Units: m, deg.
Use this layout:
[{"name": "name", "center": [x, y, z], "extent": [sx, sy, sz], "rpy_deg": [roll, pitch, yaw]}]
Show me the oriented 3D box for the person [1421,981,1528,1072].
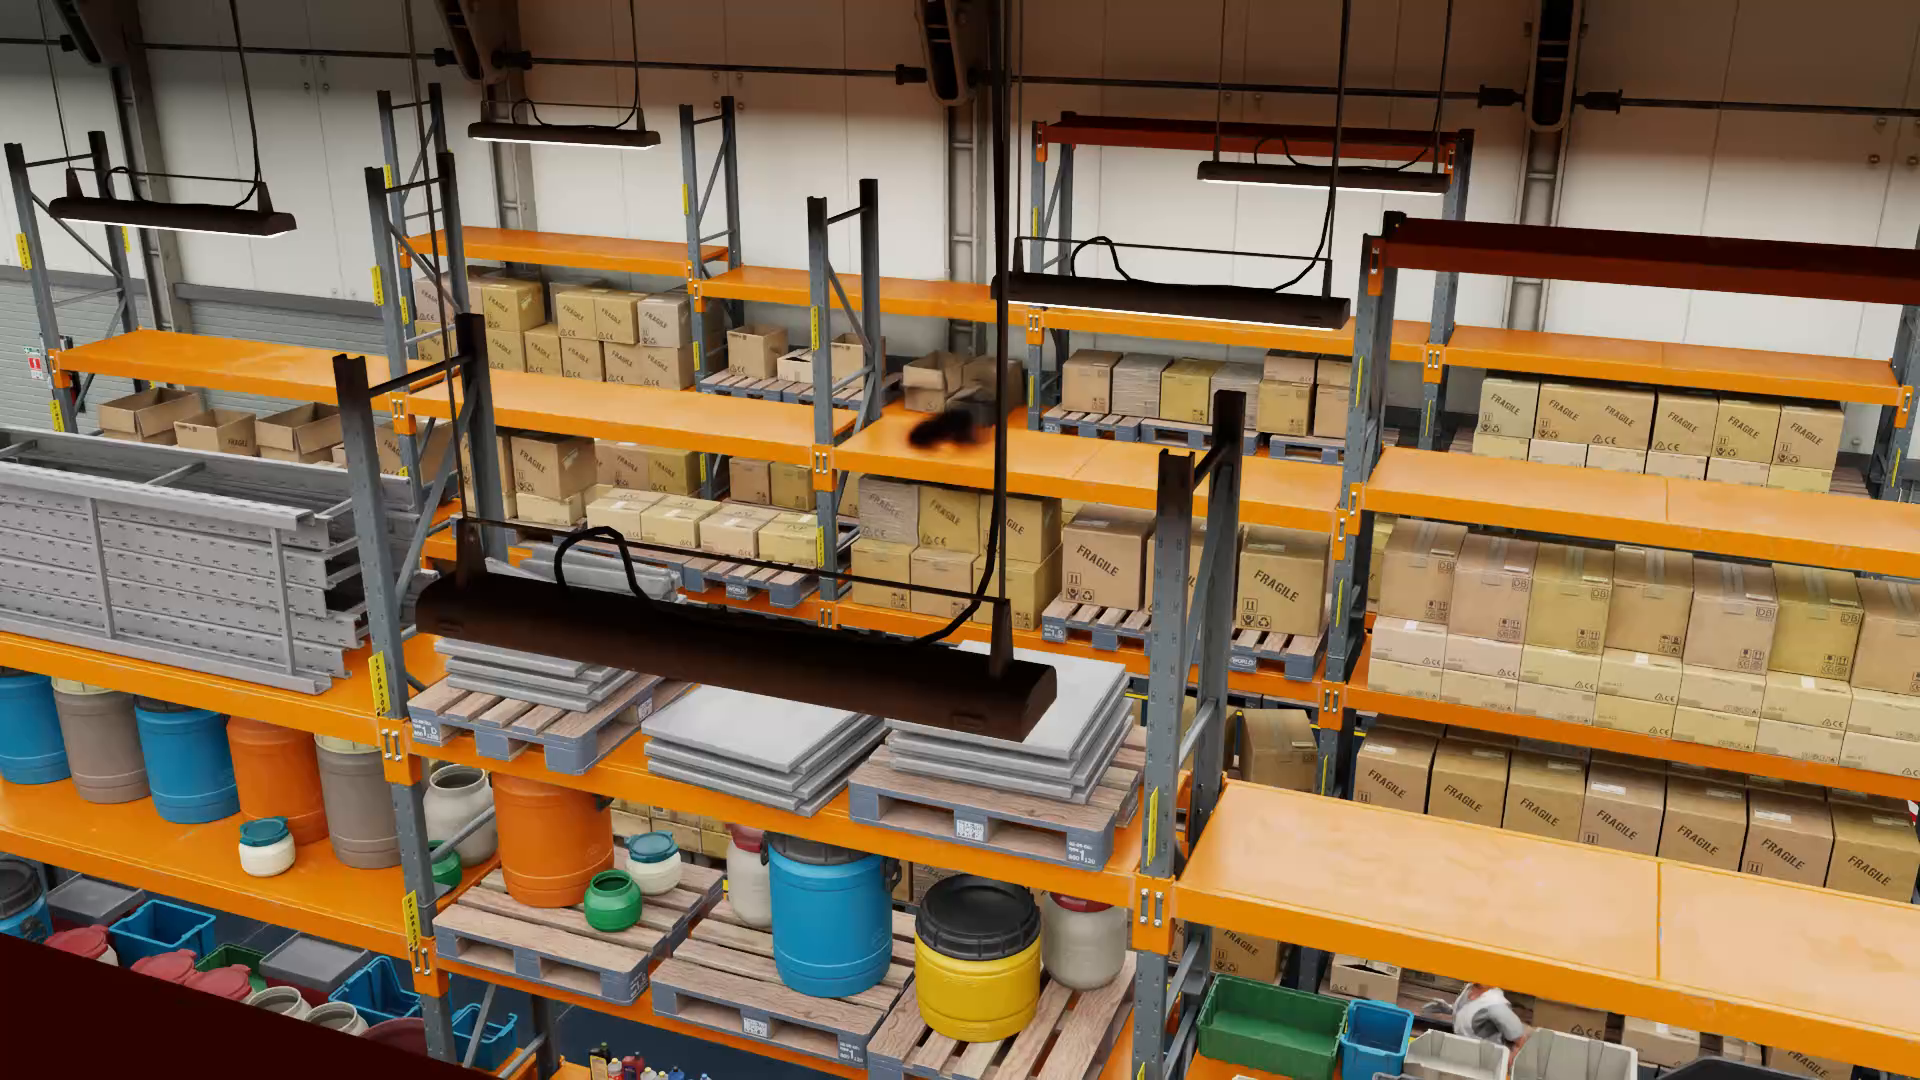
[{"name": "person", "center": [3.372, 3.425, 10.823], "extent": [0.891, 1.817, 0.642], "rpy_deg": [6, 22, 16]}]
